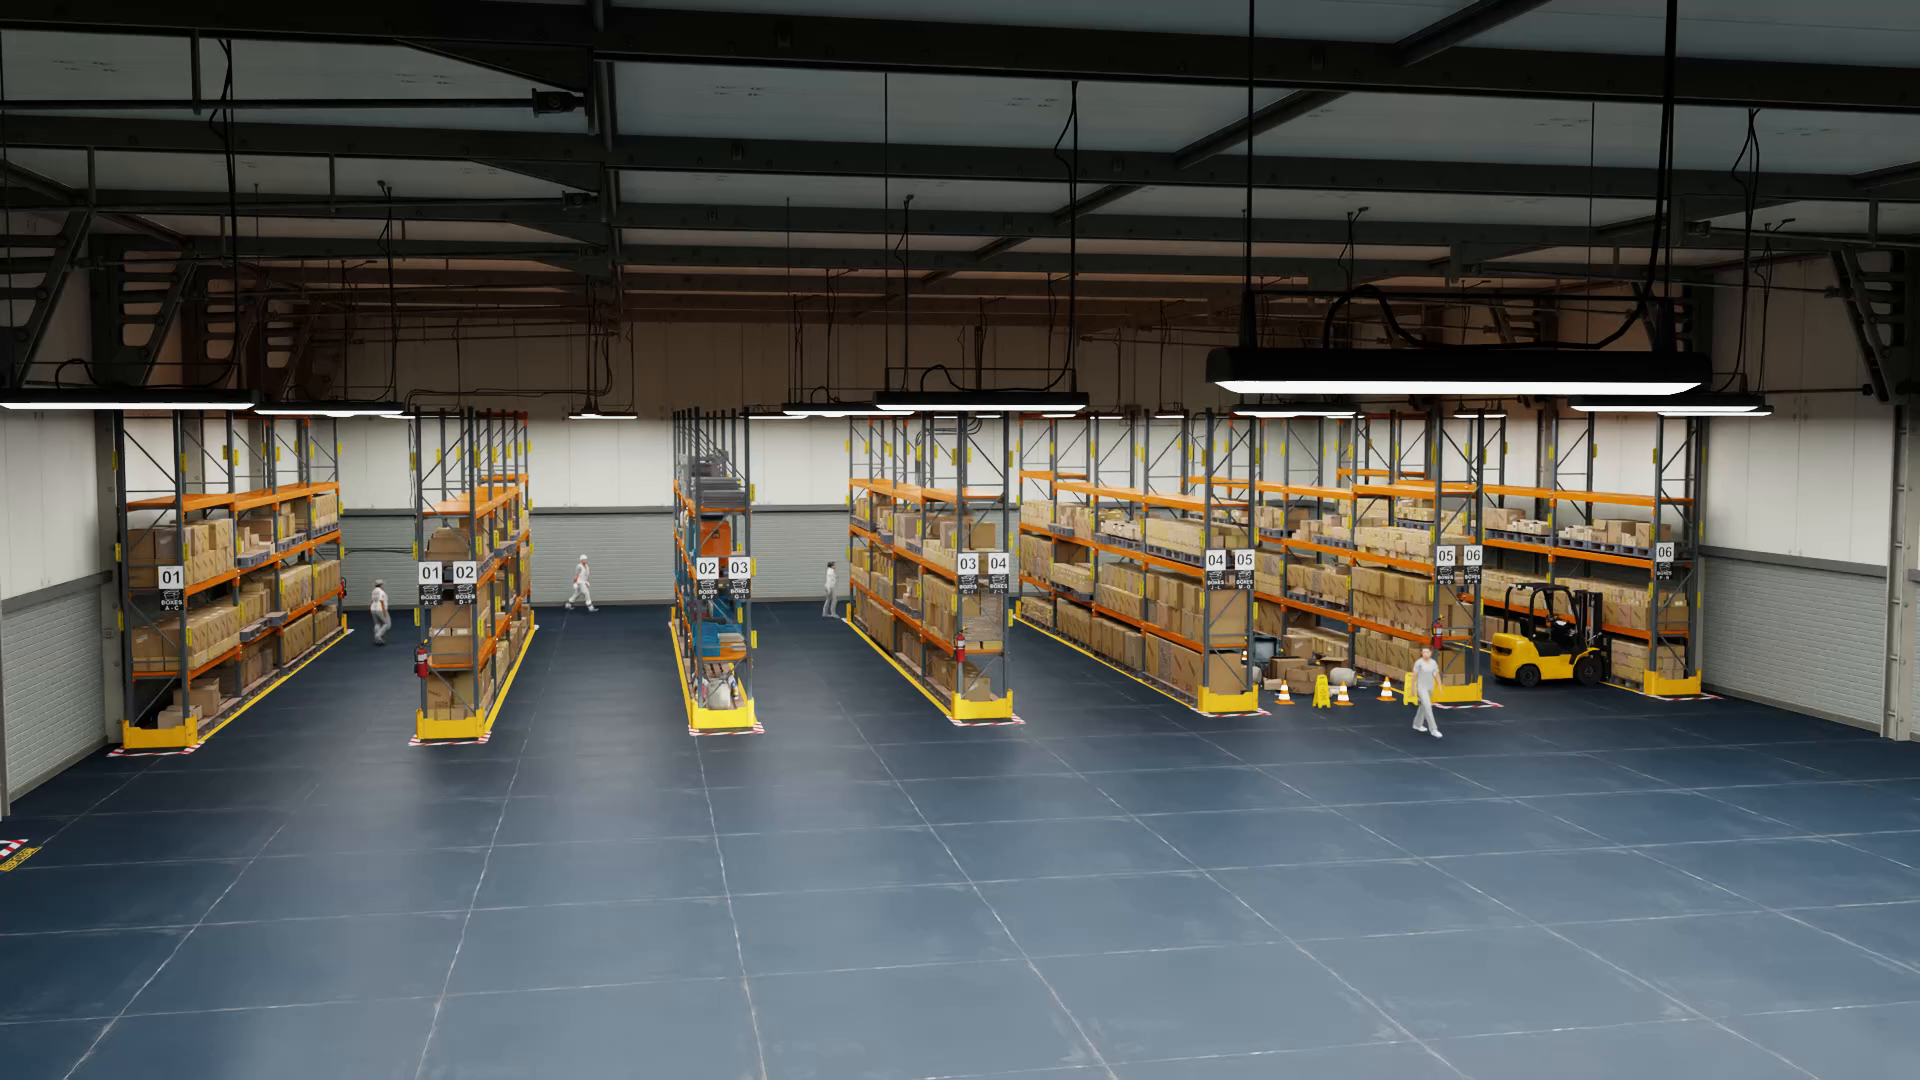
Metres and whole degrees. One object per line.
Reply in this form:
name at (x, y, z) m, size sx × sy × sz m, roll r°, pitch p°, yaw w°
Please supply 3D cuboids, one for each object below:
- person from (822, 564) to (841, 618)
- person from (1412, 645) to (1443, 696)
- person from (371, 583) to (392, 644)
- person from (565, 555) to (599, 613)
person at (-3.757, 1.454, 48.646) m, size 0.546 × 1.692 × 0.523 m, roll 0°, pitch 4°, yaw -5°
person at (8.535, 2.393, 30.303) m, size 0.469 × 0.964 × 0.445 m, roll -1°, pitch 4°, yaw -19°
person at (-14.975, 1.856, 42.848) m, size 0.521 × 1.649 × 0.477 m, roll 3°, pitch 5°, yaw 38°
person at (-11.371, 1.310, 50.028) m, size 1.147 × 1.729 × 0.518 m, roll 1°, pitch 4°, yaw 9°
